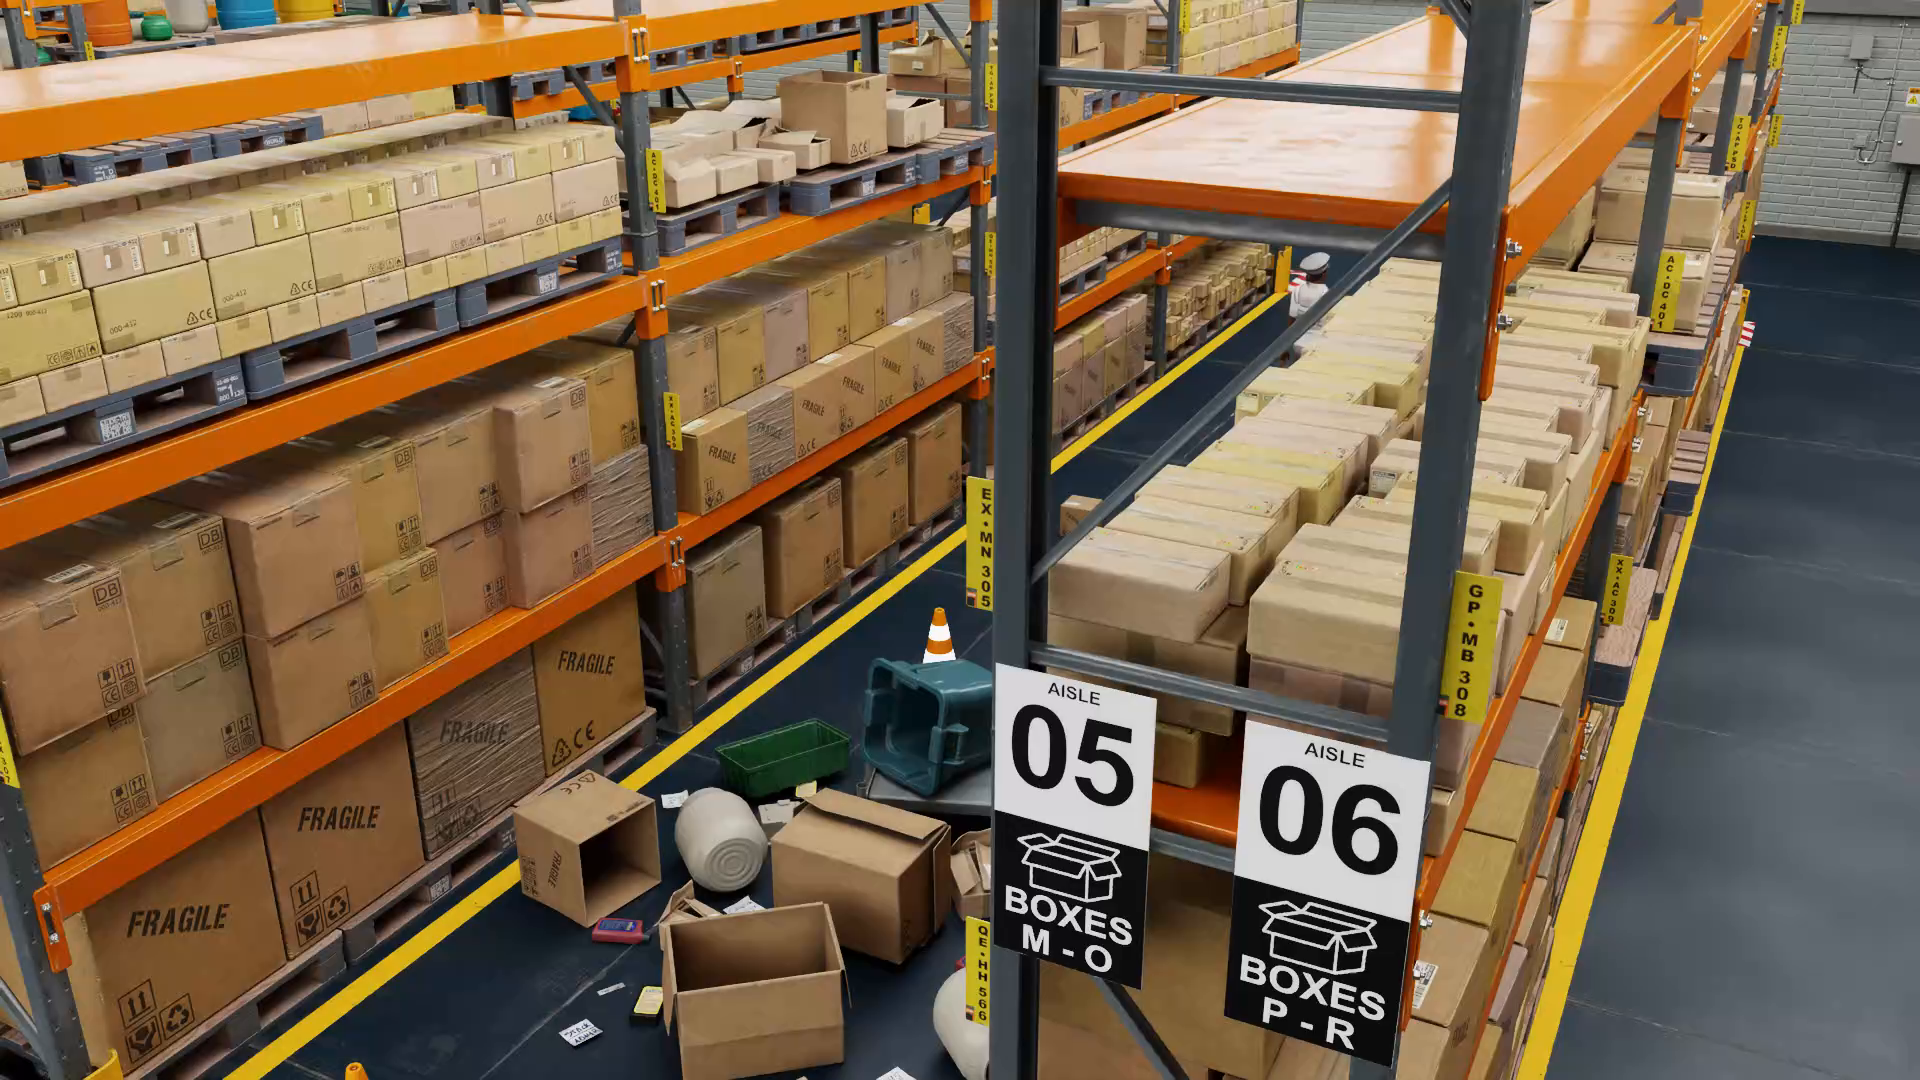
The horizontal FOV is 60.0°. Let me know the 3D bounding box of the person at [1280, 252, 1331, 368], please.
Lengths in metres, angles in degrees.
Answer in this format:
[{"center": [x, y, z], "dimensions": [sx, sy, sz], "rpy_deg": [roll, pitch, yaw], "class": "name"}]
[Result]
[{"center": [3.144, -1.702, 14.581], "dimensions": [0.486, 1.683, 0.824], "rpy_deg": [18, 29, 36], "class": "person"}]
